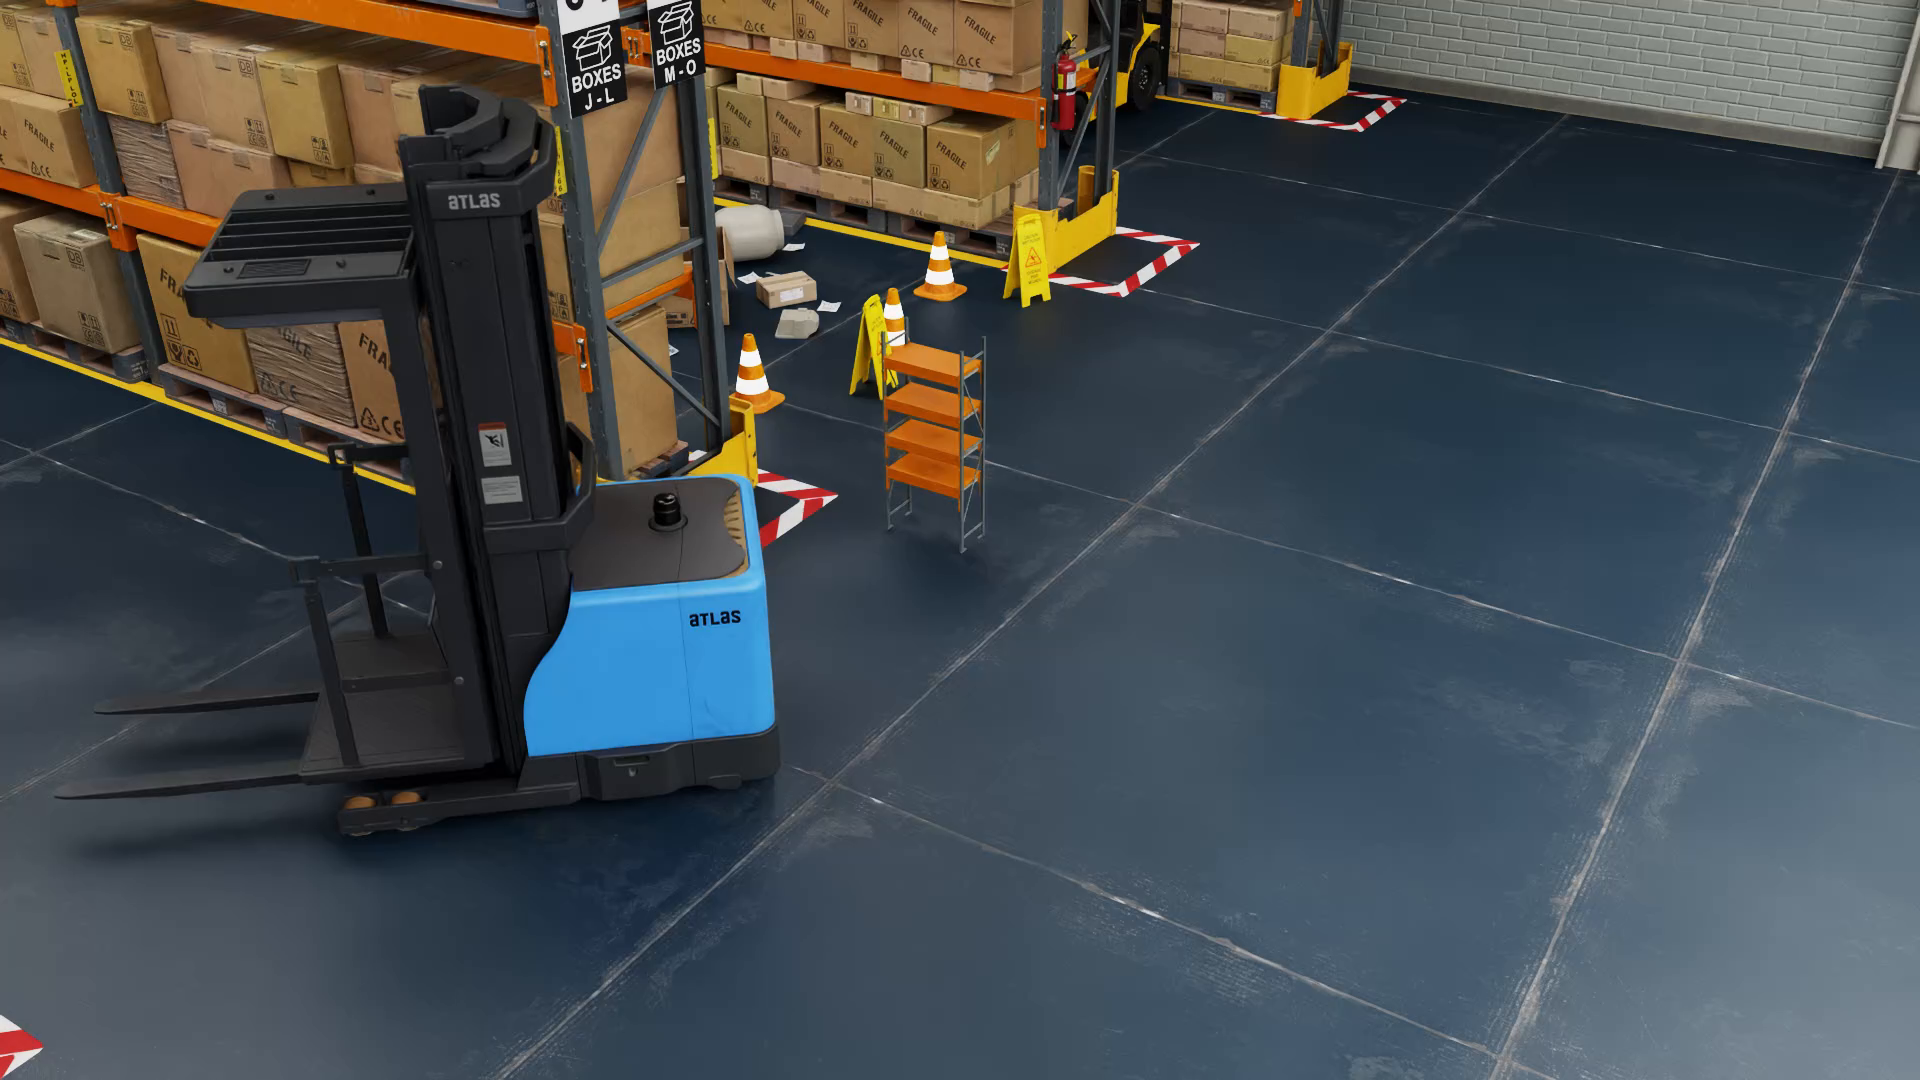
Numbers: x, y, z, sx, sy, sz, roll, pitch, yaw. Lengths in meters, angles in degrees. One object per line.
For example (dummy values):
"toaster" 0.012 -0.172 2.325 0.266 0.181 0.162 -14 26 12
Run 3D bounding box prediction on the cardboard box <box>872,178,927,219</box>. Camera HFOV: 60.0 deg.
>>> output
"cardboard box" -0.360 -2.827 13.430 0.500 0.250 0.500 18 35 28

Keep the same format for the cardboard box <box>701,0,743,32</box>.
"cardboard box" -1.823 -4.471 13.543 0.500 0.500 0.500 17 34 27

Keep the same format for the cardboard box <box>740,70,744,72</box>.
"cardboard box" -1.842 -3.934 14.585 0.500 0.500 0.500 17 34 27

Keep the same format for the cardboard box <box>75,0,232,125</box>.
"cardboard box" -4.737 -2.939 10.090 0.550 0.550 0.875 18 35 27

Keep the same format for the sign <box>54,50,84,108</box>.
"sign" -5.312 -2.753 9.921 0.005 0.325 0.100 18 35 27

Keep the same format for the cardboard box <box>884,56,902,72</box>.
"cardboard box" -0.384 -3.772 12.989 0.250 0.149 0.380 18 35 28

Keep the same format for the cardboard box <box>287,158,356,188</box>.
"cardboard box" -3.338 -2.060 9.656 0.500 0.550 0.875 18 35 27

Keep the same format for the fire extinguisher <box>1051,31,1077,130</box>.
"fire extinguisher" 0.754 -3.328 12.055 0.183 0.674 0.296 18 35 27

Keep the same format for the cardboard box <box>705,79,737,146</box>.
"cardboard box" -2.129 -3.705 14.192 0.500 0.500 0.500 19 35 30

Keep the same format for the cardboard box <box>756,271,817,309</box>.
"cardboard box" -1.281 -1.846 12.268 0.380 0.149 0.250 -15 33 -24

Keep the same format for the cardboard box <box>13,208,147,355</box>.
"cardboard box" -5.605 -1.858 11.275 0.750 0.750 1.050 17 34 27

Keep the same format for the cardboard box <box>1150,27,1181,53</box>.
"cardboard box" 2.092 -5.184 16.974 0.500 0.250 0.500 17 34 26

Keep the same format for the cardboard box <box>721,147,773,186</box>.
"cardboard box" -1.671 -3.243 14.144 0.500 0.250 0.500 20 36 30

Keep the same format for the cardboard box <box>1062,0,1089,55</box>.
"cardboard box" 0.649 -4.006 12.746 0.500 0.500 0.500 17 34 27

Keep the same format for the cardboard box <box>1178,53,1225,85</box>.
"cardboard box" 2.556 -4.831 16.865 0.500 0.250 0.500 18 35 27

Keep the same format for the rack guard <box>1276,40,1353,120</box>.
"rack guard" 3.558 -4.622 16.677 0.348 0.500 1.175 18 35 27

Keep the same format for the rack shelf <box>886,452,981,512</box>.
"rack shelf" -0.140 -0.333 9.158 0.480 0.148 0.258 18 35 27

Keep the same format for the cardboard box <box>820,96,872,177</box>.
"cardboard box" -0.782 -3.287 13.475 0.500 0.500 0.500 17 34 26

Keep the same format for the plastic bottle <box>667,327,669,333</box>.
"plastic bottle" -2.207 -1.466 11.702 0.283 0.061 0.133 6 31 10

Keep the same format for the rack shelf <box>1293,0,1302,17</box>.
"rack shelf" 1.844 -5.934 17.158 4.000 0.370 1.077 18 35 27

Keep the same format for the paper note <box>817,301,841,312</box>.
"paper note" -0.956 -1.710 12.151 0.142 0.019 0.148 6 31 10

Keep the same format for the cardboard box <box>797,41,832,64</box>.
"cardboard box" -1.082 -3.929 13.257 0.250 0.149 0.380 17 34 27

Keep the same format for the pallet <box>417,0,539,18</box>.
"pallet" -2.277 -2.901 8.357 1.213 0.211 1.003 18 35 27

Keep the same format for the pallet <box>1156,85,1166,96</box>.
"pallet" 1.839 -5.018 17.643 1.213 0.211 1.003 18 35 27

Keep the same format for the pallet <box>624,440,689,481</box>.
"pallet" -2.362 -0.426 9.770 1.213 0.211 1.003 18 35 27

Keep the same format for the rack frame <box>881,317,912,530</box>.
"rack frame" -0.347 -0.628 9.136 0.015 1.200 0.240 18 35 27

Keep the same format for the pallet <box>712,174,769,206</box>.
"pallet" -1.898 -3.291 14.682 1.213 0.211 1.003 18 35 27

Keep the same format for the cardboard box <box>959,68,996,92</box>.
"cardboard box" 0.198 -3.510 12.539 0.250 0.149 0.380 17 34 27

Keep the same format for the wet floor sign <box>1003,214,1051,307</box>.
"wet floor sign" 0.494 -2.065 12.149 0.267 0.644 0.232 -21 36 -32

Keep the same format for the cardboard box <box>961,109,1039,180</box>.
"cardboard box" 0.346 -3.247 13.407 0.500 0.500 0.500 16 34 26

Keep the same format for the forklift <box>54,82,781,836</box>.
"forklift" -2.363 -0.293 6.843 3.031 2.935 1.130 -5 31 -8

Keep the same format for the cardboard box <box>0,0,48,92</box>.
"cardboard box" -5.892 -3.263 10.776 0.500 0.500 0.700 17 34 27

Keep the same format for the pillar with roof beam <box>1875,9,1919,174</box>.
"pillar with roof beam" 6.221 -5.426 9.621 0.400 9.000 9.100 18 35 27

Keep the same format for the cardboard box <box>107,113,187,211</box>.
"cardboard box" -4.713 -2.492 10.396 0.550 0.550 0.875 18 35 27

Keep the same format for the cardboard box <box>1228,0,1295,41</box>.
"cardboard box" 2.982 -5.124 16.377 0.500 0.250 0.500 19 35 29

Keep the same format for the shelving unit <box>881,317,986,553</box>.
"shelving unit" -0.140 -0.563 9.024 0.503 1.200 0.258 18 35 27

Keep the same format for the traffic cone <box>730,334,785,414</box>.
"traffic cone" -1.338 -1.102 10.680 0.334 0.463 0.336 18 35 27

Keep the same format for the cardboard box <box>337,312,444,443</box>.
"cardboard box" -2.999 -1.101 9.853 0.875 0.875 0.875 17 34 27

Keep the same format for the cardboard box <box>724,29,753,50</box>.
"cardboard box" -1.716 -4.146 13.629 0.250 0.149 0.380 19 35 29

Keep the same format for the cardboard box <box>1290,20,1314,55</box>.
"cardboard box" 3.250 -5.133 16.887 0.500 0.250 0.500 18 35 28

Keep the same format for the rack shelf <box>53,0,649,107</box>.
"rack shelf" -3.338 -2.970 9.101 4.000 0.370 1.077 18 35 27

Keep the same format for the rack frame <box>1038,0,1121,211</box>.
"rack frame" 0.902 -3.589 12.425 0.127 3.000 1.000 18 35 27

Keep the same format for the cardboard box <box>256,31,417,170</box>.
"cardboard box" -3.372 -2.499 9.336 0.500 0.550 0.875 18 35 27

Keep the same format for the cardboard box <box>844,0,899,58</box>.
"cardboard box" -0.547 -4.060 12.838 0.500 0.500 0.500 17 34 27

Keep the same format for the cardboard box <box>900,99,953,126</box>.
"cardboard box" -0.261 -3.360 12.957 0.250 0.149 0.380 19 35 29

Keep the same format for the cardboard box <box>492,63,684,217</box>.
"cardboard box" -1.937 -2.096 8.646 0.550 0.550 0.875 18 35 27

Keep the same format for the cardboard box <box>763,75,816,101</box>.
"cardboard box" -1.389 -3.718 13.571 0.250 0.149 0.380 20 36 30

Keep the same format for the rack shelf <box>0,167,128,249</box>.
"rack shelf" -6.725 -2.746 11.694 4.000 0.370 1.077 18 35 27
